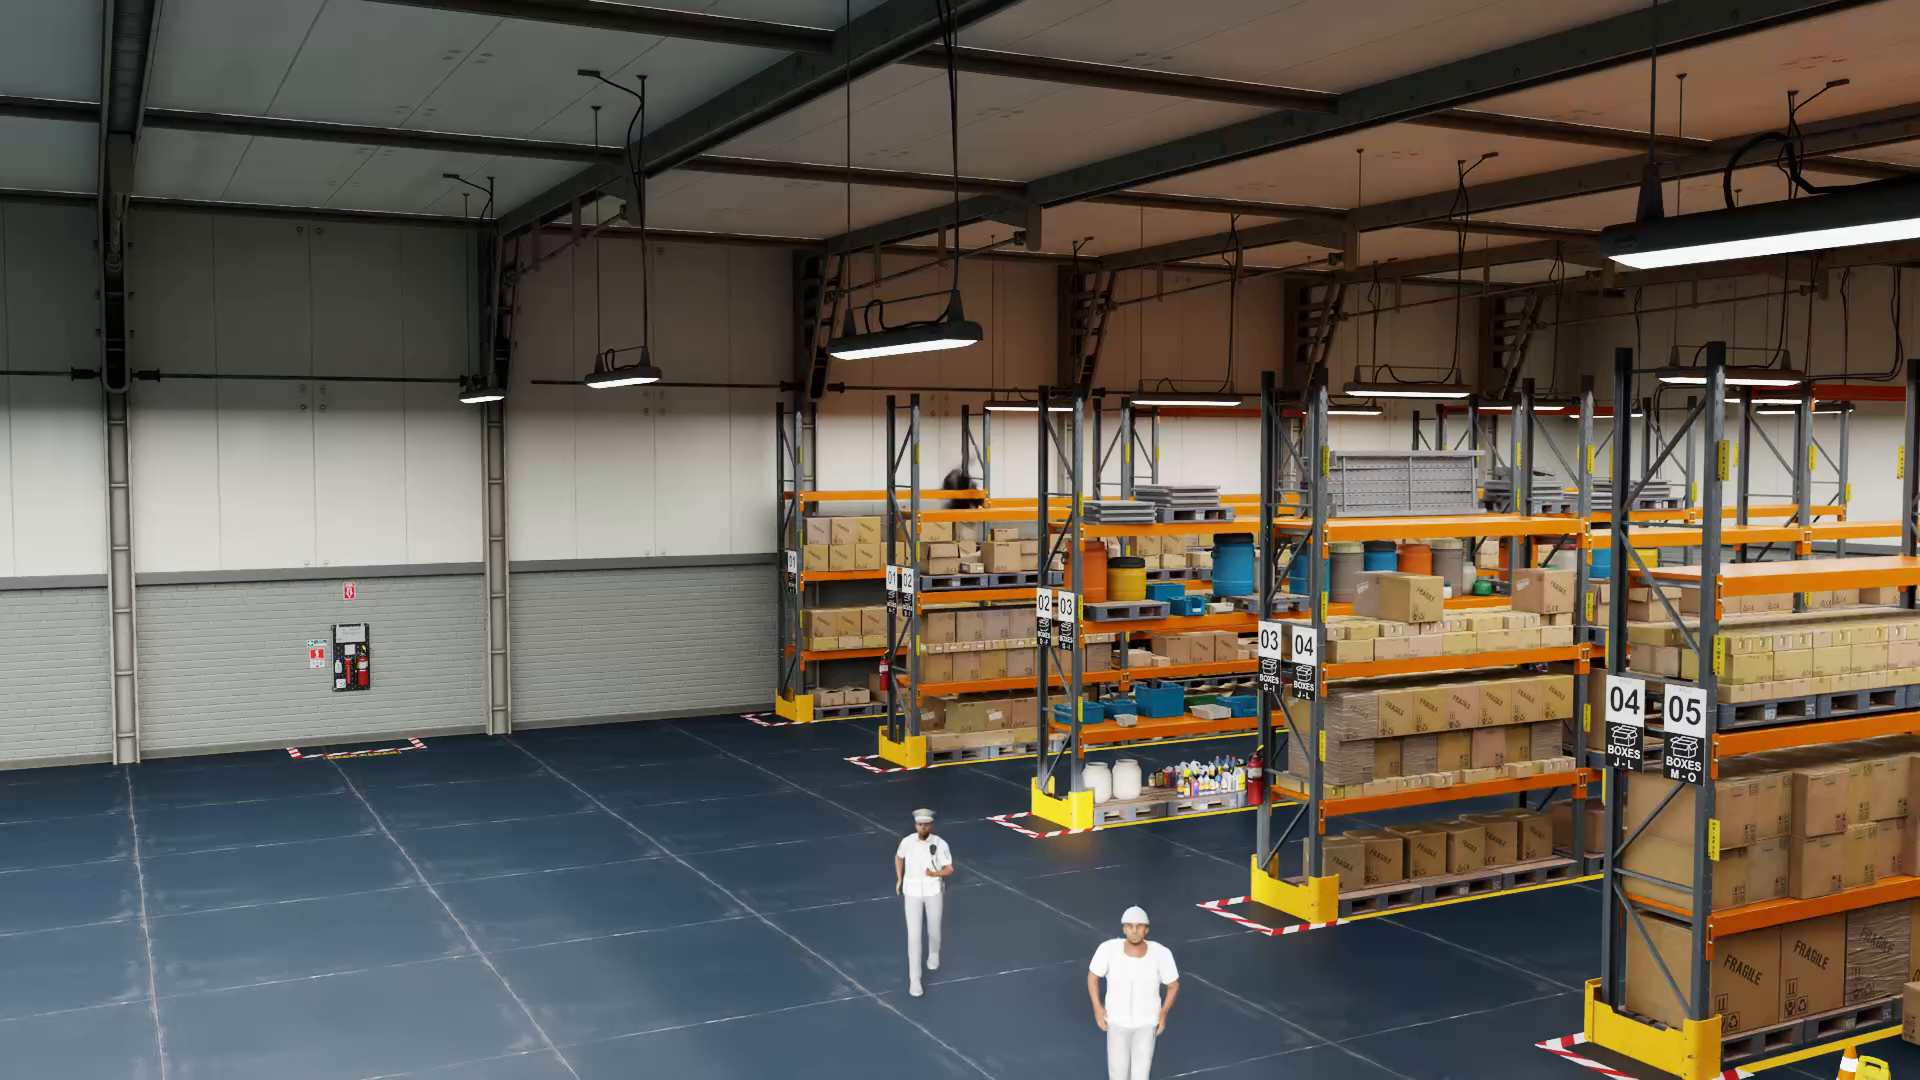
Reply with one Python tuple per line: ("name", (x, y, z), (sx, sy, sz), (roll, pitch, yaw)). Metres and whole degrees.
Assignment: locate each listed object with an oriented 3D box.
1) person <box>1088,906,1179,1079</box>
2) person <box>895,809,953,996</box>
("person", (1.299, 3.595, 12.508), (0.688, 1.728, 0.565), (1, 3, 9))
("person", (-0.349, 3.394, 15.904), (0.574, 1.684, 0.906), (0, 3, 1))
